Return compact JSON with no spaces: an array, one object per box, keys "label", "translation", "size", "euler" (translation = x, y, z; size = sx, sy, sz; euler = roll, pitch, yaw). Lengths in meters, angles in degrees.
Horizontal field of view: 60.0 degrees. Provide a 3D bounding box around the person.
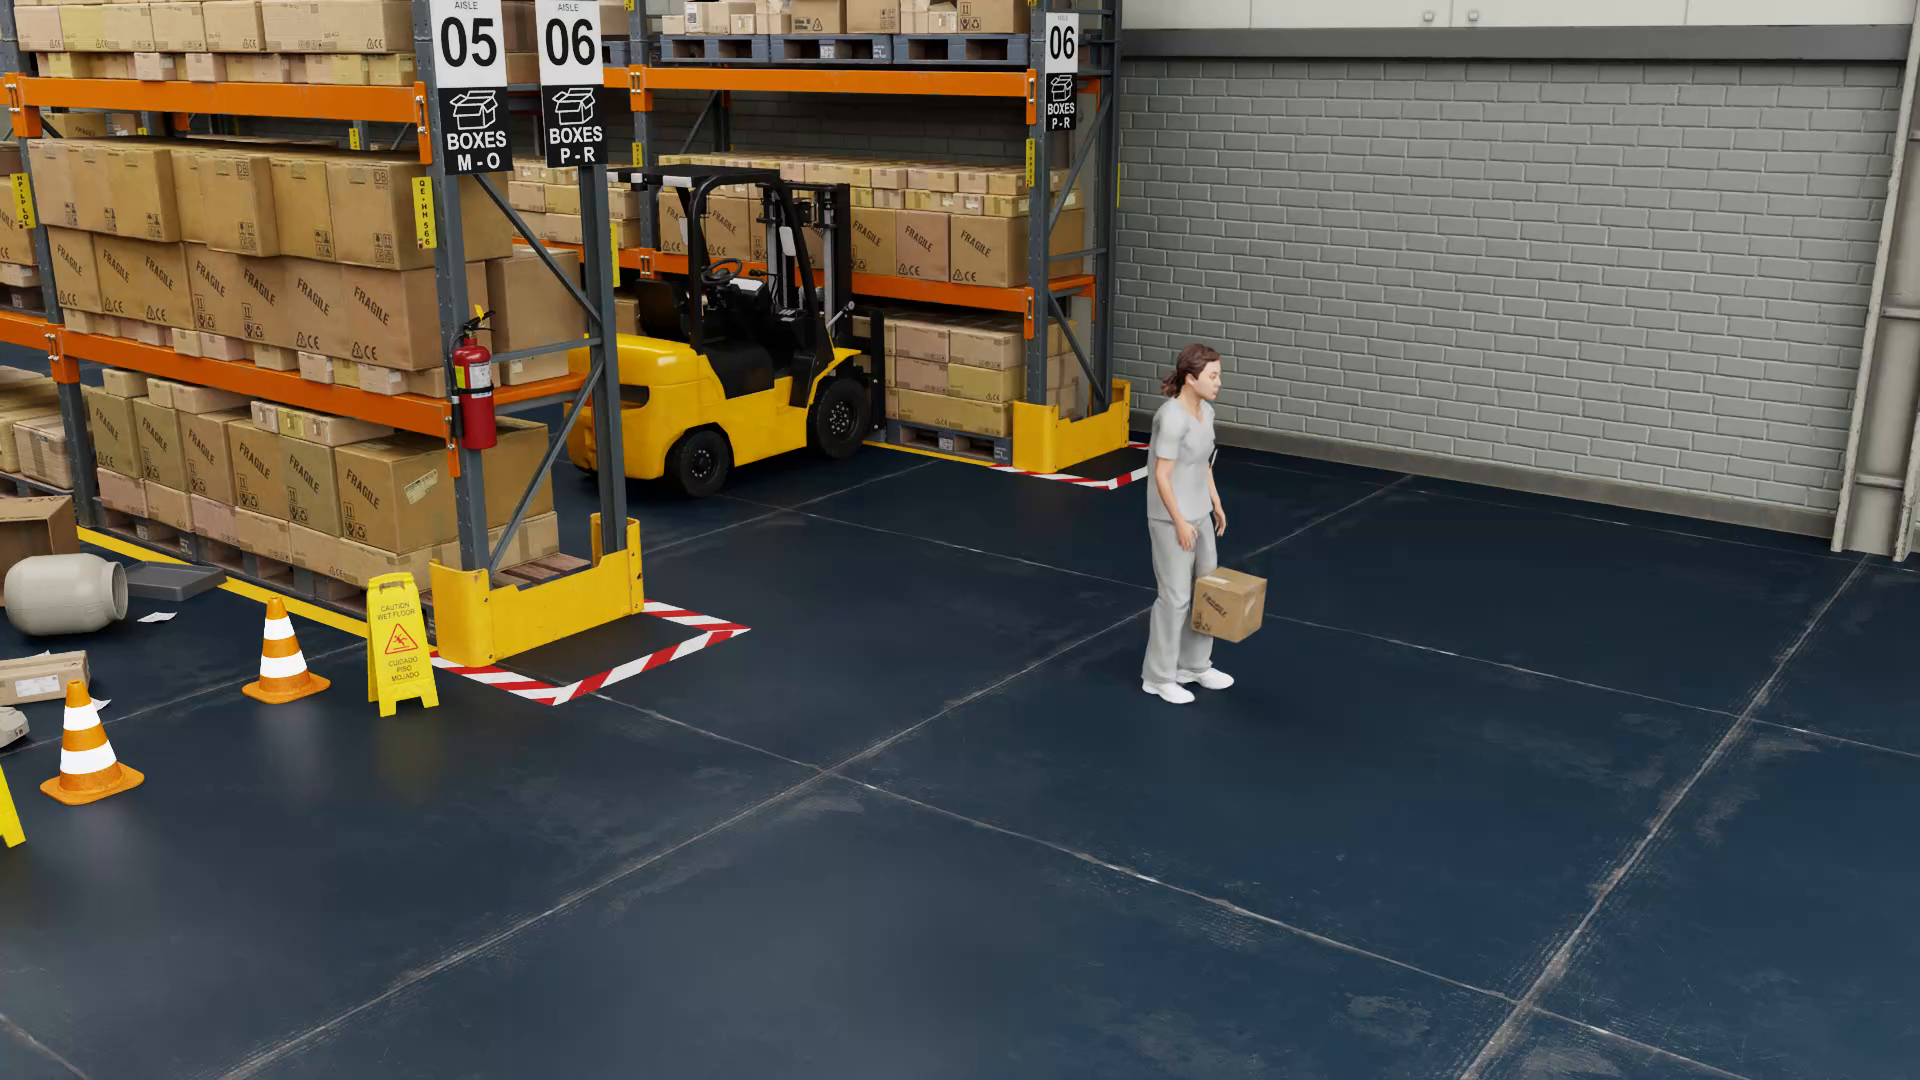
[{"label":"person","translation":[1.092,-0.091,7.841],"size":[0.415,1.675,0.476],"euler":[11,20,33]}]
